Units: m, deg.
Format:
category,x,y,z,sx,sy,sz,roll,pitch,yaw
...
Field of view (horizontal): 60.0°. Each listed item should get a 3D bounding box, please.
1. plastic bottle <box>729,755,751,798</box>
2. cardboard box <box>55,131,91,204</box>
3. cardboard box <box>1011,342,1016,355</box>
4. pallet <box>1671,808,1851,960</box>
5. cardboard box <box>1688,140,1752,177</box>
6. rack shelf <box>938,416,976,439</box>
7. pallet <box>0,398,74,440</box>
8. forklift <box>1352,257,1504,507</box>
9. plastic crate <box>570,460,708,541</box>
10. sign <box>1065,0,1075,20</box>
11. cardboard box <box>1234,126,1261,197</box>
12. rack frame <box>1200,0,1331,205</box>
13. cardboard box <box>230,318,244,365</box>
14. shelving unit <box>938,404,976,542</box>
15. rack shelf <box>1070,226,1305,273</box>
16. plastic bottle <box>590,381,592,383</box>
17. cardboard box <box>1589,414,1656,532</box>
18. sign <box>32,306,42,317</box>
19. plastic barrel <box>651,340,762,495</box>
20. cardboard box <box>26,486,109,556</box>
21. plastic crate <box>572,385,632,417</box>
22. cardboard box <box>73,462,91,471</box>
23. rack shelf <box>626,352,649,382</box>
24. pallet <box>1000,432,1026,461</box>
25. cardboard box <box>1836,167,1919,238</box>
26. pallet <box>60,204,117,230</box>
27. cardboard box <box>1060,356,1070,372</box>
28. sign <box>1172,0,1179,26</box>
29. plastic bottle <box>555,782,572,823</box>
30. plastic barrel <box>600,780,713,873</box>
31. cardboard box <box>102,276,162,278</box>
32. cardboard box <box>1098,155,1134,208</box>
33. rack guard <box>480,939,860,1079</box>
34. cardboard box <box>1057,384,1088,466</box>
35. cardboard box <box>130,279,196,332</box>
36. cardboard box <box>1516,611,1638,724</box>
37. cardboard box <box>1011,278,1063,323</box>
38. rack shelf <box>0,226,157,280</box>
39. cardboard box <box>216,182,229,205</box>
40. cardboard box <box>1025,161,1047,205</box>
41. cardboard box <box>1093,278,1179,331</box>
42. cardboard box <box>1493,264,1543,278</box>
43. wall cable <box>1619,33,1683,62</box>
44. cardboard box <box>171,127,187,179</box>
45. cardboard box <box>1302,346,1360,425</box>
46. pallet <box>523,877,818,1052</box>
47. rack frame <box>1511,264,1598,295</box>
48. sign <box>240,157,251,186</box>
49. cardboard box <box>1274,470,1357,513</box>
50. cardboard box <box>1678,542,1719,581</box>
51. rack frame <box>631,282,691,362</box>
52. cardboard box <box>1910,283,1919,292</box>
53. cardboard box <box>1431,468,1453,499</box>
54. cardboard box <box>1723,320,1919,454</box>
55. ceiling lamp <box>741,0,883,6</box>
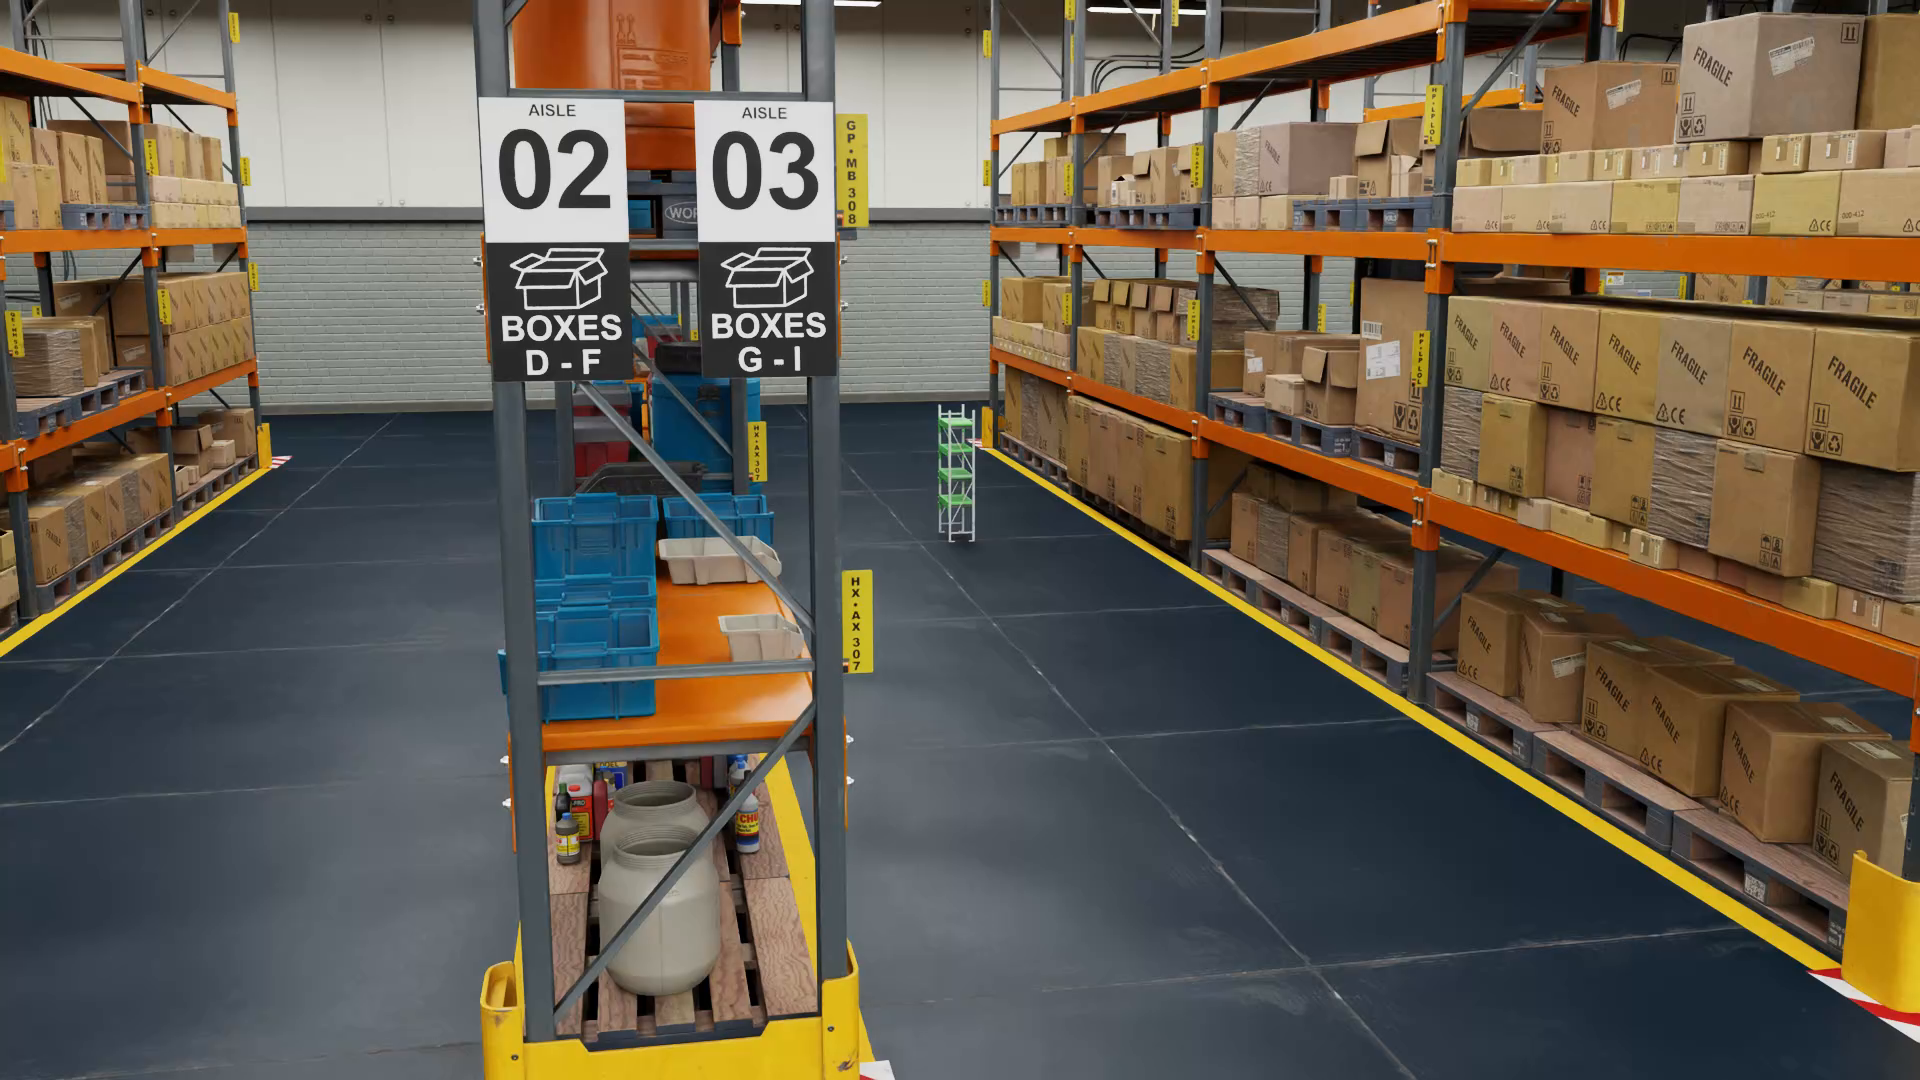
category,x,y,z,sx,sy,sz,roll,pitch,yaw
plastic bottle,-0.994,1.108,7.525,0.097,0.271,0.097,0,11,0
cardboard box,-7.876,-3.174,14.221,0.600,0.600,0.600,-2,11,-12
cardboard box,0.833,-2.317,20.071,0.380,0.149,0.250,-2,11,-12
pallet,3.860,1.435,7.148,1.003,0.211,1.213,-2,11,-11
cardboard box,3.392,-1.645,7.184,0.380,0.149,0.250,-3,11,-14
rack shelf,-0.032,-1.029,15.220,0.258,0.148,0.480,-2,11,-11
pallet,-7.477,-0.906,12.502,1.213,0.211,1.003,-2,11,-11
forklift,4.847,-1.839,17.074,3.031,2.935,1.130,-2,11,-11
plastic crate,-1.662,-0.193,8.410,0.767,0.338,0.504,-2,11,-11
sign,1.115,-5.440,16.842,0.100,0.325,0.005,-2,11,-11
cardboard box,2.376,-2.818,12.405,0.500,0.500,0.500,-2,11,-11
rack frame,2.442,-4.185,13.172,1.000,3.000,0.127,-2,11,-11
cardboard box,-8.374,-2.228,18.665,0.500,0.500,0.500,-2,11,-11
shelving unit,-0.032,-0.620,15.297,0.258,1.200,0.503,-2,11,-11
rack shelf,2.053,-2.725,15.447,1.077,0.370,4.000,-2,11,-11
plastic bottle,-3.136,-1.269,14.207,0.061,0.283,0.133,-2,11,-11
cardboard box,3.562,-0.341,7.955,0.875,0.500,0.500,-2,11,-11
sign,-8.585,-2.016,15.507,0.100,0.325,0.005,-2,11,-11
plastic barrel,-1.417,-0.653,9.316,0.600,0.901,0.708,-2,11,-11
cardboard box,-7.284,-0.149,13.518,0.500,0.500,0.500,-2,11,-12
plastic crate,-2.403,-0.782,11.165,0.402,0.464,0.583,-2,11,-11
cardboard box,-8.084,-0.405,14.867,0.500,0.500,0.500,-2,11,-10
rack shelf,-3.584,-1.805,18.636,1.077,0.370,4.000,-2,11,-11
pallet,1.118,-1.192,20.947,1.003,0.211,1.213,-2,11,-11
cardboard box,3.655,-1.250,6.174,0.500,0.250,0.500,-2,11,-10
pallet,-7.791,-2.681,13.795,1.213,0.211,1.003,-2,11,-11
cardboard box,1.283,-1.892,17.842,0.380,0.149,0.250,-2,11,-11
sign,2.194,-5.439,17.047,0.100,0.325,0.005,-2,11,-11
plastic bottle,-1.689,1.186,7.086,0.061,0.283,0.133,-2,11,-10
plastic barrel,-1.161,1.215,6.374,0.421,0.512,0.421,0,11,0
cardboard box,-8.703,-2.515,17.497,0.500,0.500,0.500,-2,11,-12
cardboard box,1.786,-3.595,16.702,0.700,0.500,0.500,-2,11,-10
rack guard,-0.922,1.625,5.376,1.175,0.500,0.348,-2,11,-11
cardboard box,1.614,-1.258,18.398,0.875,0.875,0.875,-2,11,-11
cardboard box,-7.971,-2.344,16.601,0.500,0.500,0.500,-2,11,-13
cardboard box,3.377,0.697,9.130,0.500,0.500,0.500,1,11,7
cardboard box,0.918,-2.862,19.864,0.500,0.500,0.500,-2,11,-13
rack shelf,-7.665,-2.366,13.558,1.077,0.370,4.000,-2,11,-11
cardboard box,-8.385,-3.815,18.312,0.500,0.250,0.500,-2,11,-11
cardboard box,1.179,-4.189,19.559,0.700,0.500,0.500,-3,11,-15
cardboard box,1.796,-2.397,16.871,0.797,0.503,0.637,-2,11,-12
cardboard box,6.192,-2.897,18.709,0.500,0.500,0.500,-3,11,-13
wall cable,12.702,-7.186,28.835,2.988,3.039,0.133,-2,11,-11
cardboard box,-8.248,-3.902,16.766,0.700,0.500,0.500,-2,11,-11
cardboard box,2.792,-1.076,11.483,0.797,0.503,0.637,-1,11,-5
pallet,-1.074,1.618,6.187,1.003,0.211,1.213,-2,11,-11
rack frame,6.549,-2.134,18.438,1.000,3.000,0.127,-2,11,-11
sign,-8.284,-4.271,19.276,0.100,0.325,0.005,-2,11,-11
cardboard box,2.715,-0.376,12.707,0.500,0.250,0.500,-1,11,-5
cardboard box,3.480,0.079,7.484,0.380,0.149,0.250,-2,11,-11
rack frame,-3.195,-1.792,16.641,1.000,3.000,0.127,-2,11,-11
cardboard box,11.188,-2.781,18.899,0.500,0.500,0.500,-2,11,-10
cardboard box,2.966,-0.331,9.638,0.380,0.149,0.250,-2,11,-11
cardboard box,3.545,-0.641,6.857,0.500,0.500,0.500,-2,11,-11
ceiling lamp,-2.024,-8.924,22.457,2.000,3.185,0.800,-2,11,-11
